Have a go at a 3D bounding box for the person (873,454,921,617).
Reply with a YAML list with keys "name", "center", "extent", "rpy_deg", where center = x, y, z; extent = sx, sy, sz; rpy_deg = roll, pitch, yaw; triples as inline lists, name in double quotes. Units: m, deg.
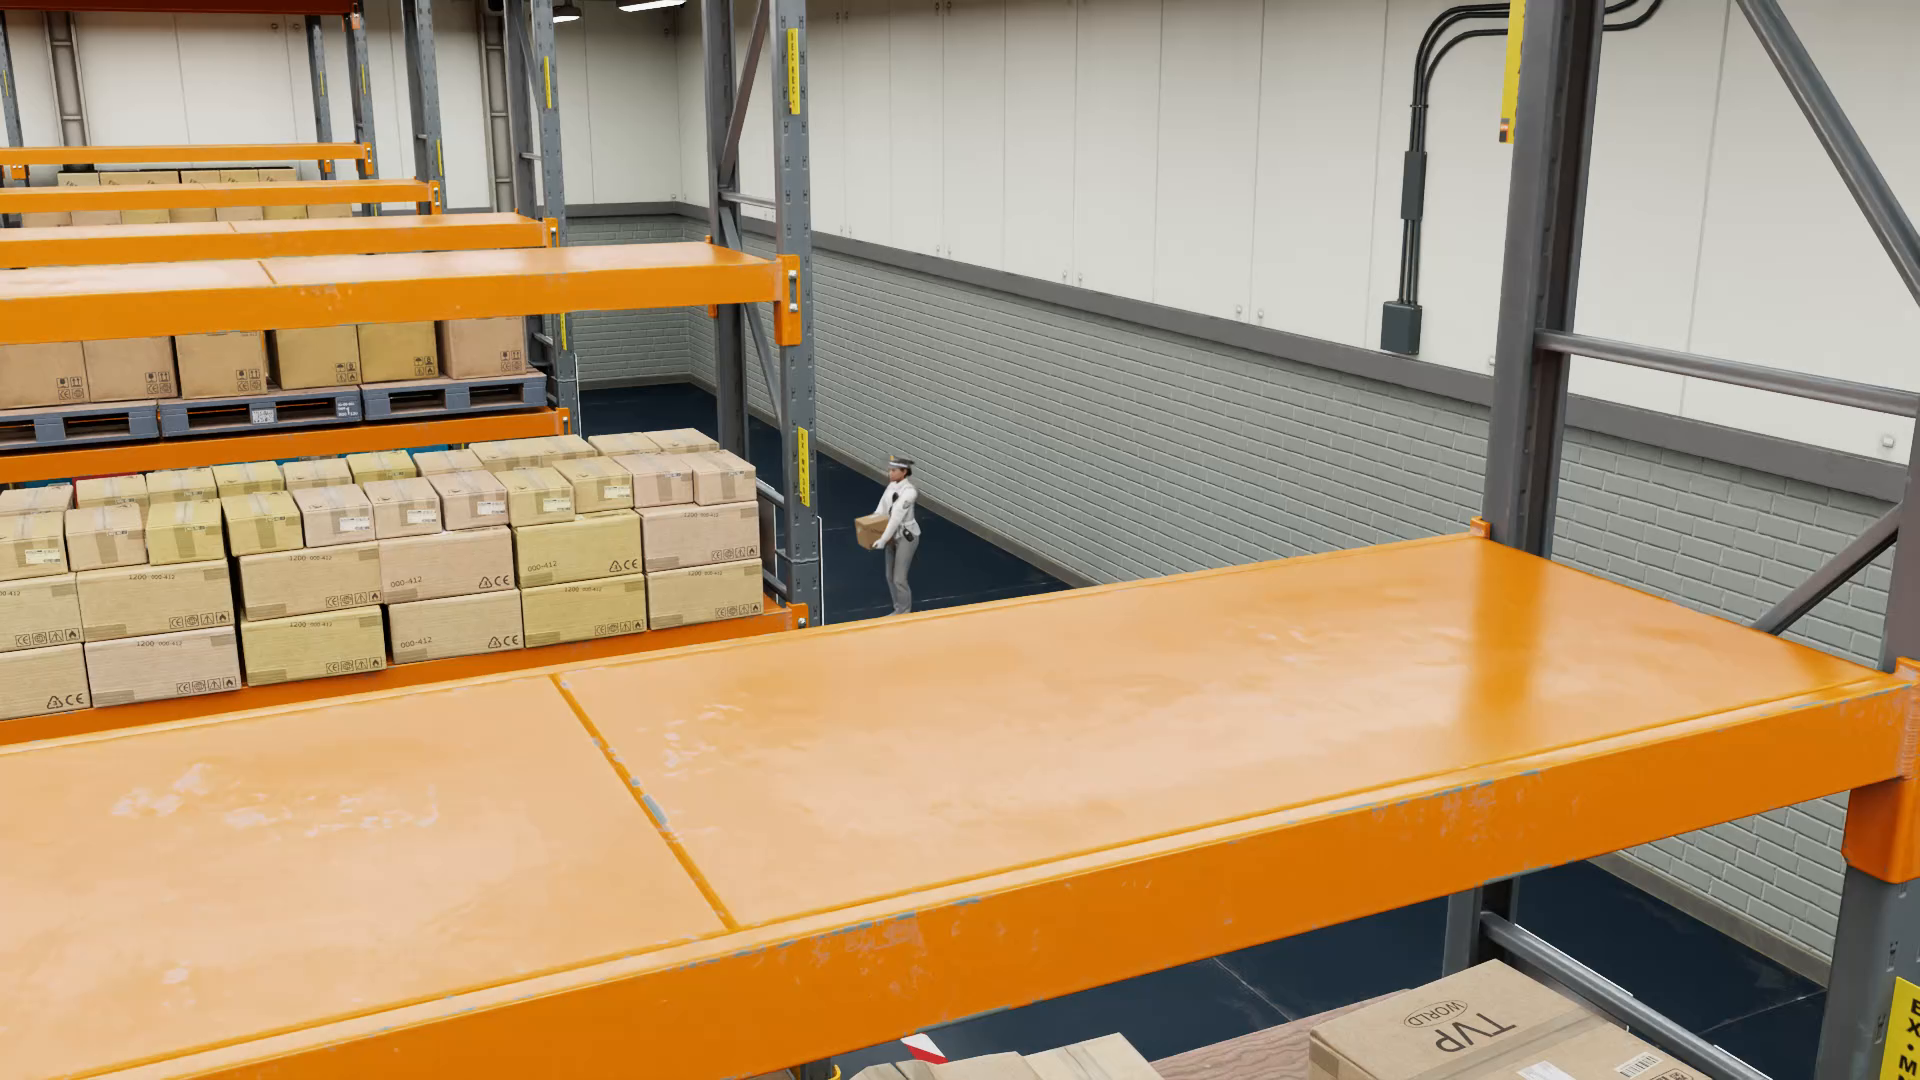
- name: "person"
  center: [-0.636, 0.013, 15.690]
  extent: [0.521, 1.687, 0.416]
  rpy_deg: [-8, 17, -26]
